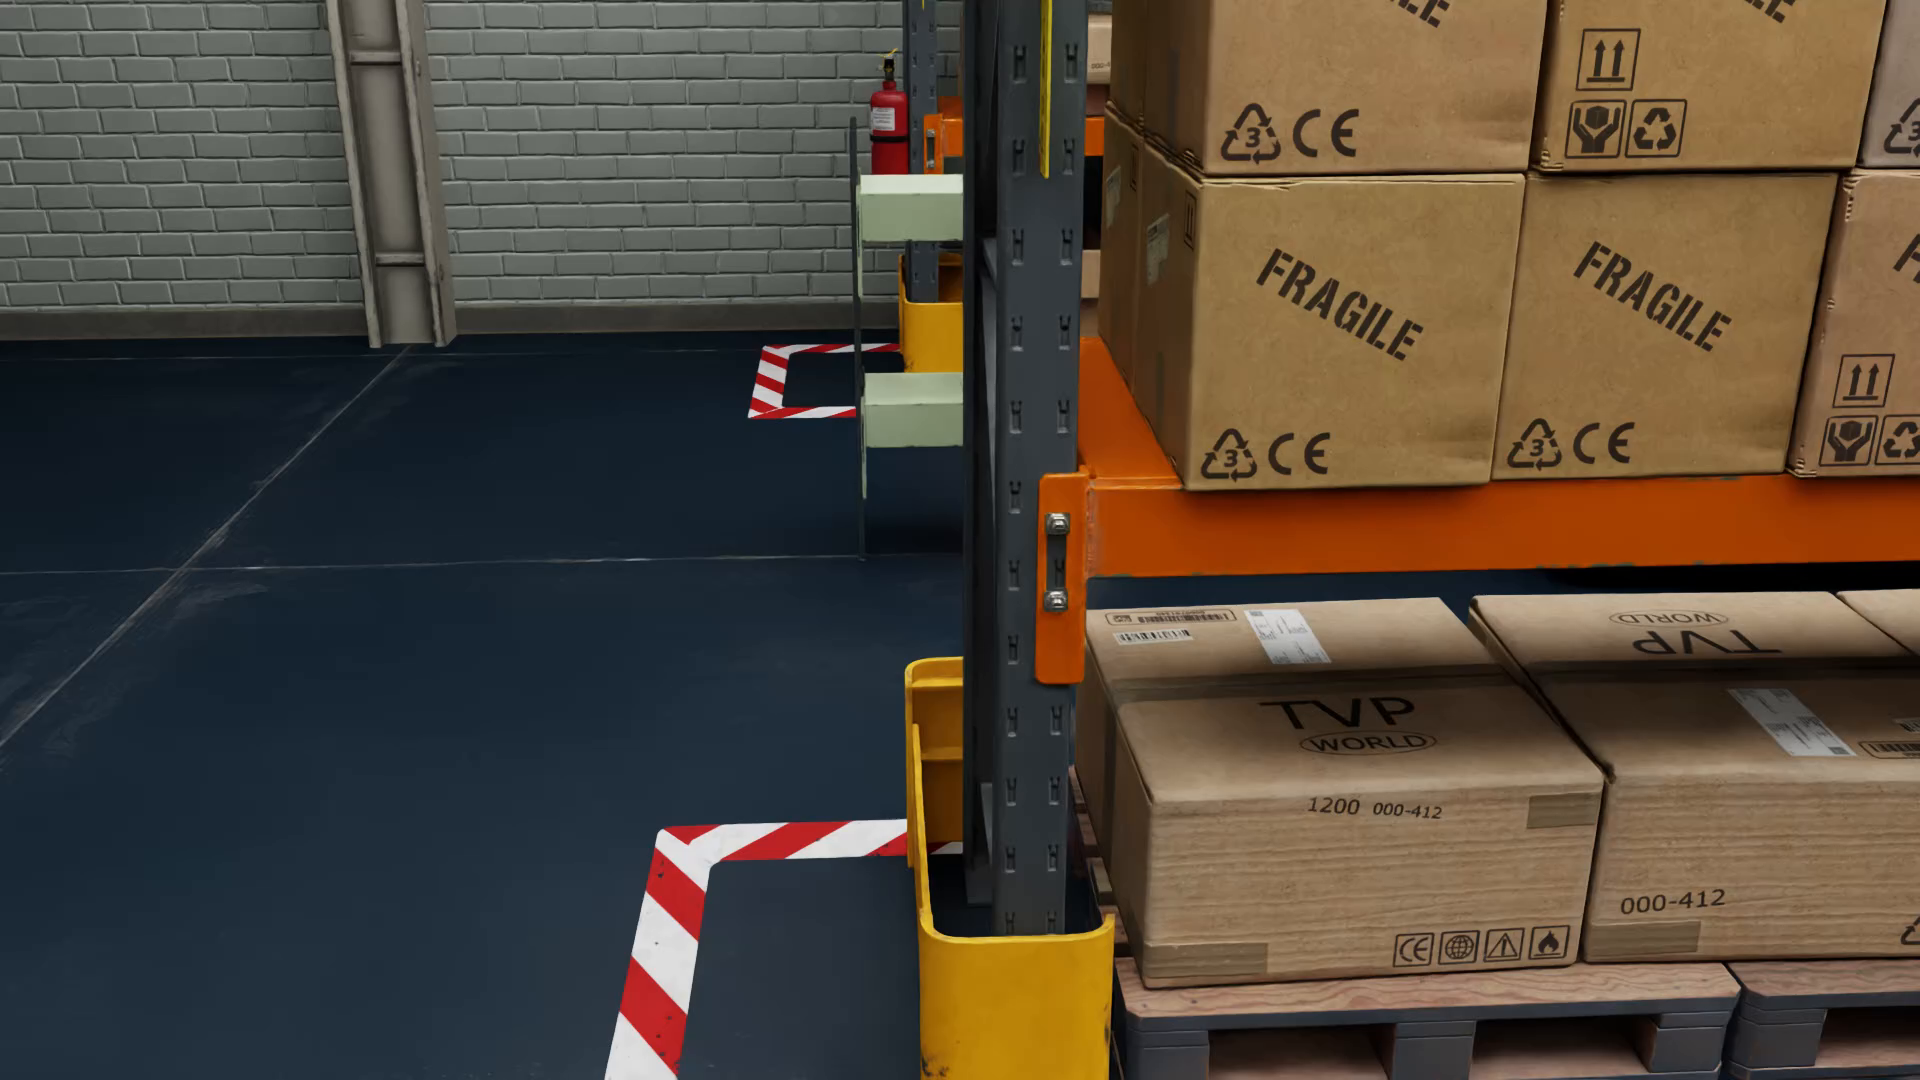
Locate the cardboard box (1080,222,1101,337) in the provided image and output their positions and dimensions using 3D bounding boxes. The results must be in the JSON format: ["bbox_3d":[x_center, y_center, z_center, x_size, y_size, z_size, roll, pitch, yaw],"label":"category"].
[{"bbox_3d":[0.426,-1.219,8.025,0.637,0.503,0.797,-2,21,-5],"label":"cardboard box"}]

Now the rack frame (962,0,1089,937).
[{"bbox_3d":[0.097,-0.448,3.081,0.127,3.000,1.000,-1,21,-3],"label":"rack frame"}]

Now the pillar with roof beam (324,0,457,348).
[{"bbox_3d":[-2.687,-3.751,3.325,0.400,9.000,9.100,-1,21,-3],"label":"pillar with roof beam"}]

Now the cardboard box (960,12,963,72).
[{"bbox_3d":[0.254,-2.383,7.958,0.500,0.250,0.500,-1,21,-1],"label":"cardboard box"}]

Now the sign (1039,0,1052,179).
[{"bbox_3d":[0.123,-0.692,2.394,0.005,0.325,0.100,-1,21,-3],"label":"sign"}]

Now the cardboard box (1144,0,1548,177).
[{"bbox_3d":[0.593,-0.870,2.645,0.500,0.500,0.500,-2,21,-4],"label":"cardboard box"}]

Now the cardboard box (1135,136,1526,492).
[{"bbox_3d":[0.593,-0.402,2.821,0.500,0.500,0.500,-1,21,-3],"label":"cardboard box"}]

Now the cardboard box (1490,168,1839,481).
[{"bbox_3d":[1.096,-0.422,2.874,0.500,0.500,0.500,-1,21,-4],"label":"cardboard box"}]

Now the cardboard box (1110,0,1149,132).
[{"bbox_3d":[0.565,-1.056,3.133,0.500,0.500,0.500,0,21,-1],"label":"cardboard box"}]

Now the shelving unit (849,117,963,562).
[{"bbox_3d":[0.007,-0.701,5.854,0.755,1.500,0.431,-1,21,-3],"label":"shelving unit"}]

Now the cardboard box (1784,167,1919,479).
[{"bbox_3d":[1.605,-0.426,2.884,0.500,0.500,0.500,-1,21,-3],"label":"cardboard box"}]

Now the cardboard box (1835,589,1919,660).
[{"bbox_3d":[2.564,0.465,3.694,0.875,0.438,0.875,-2,21,-5],"label":"cardboard box"}]

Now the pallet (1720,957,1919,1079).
[{"bbox_3d":[2.106,0.788,3.755,1.213,0.211,1.003,-1,21,-3],"label":"pallet"}]

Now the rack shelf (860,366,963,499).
[{"bbox_3d":[0.007,-0.396,5.970,0.720,0.370,0.431,-1,21,-3],"label":"rack shelf"}]

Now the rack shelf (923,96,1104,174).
[{"bbox_3d":[1.807,-1.915,7.947,4.000,0.370,1.077,-1,21,-3],"label":"rack shelf"}]

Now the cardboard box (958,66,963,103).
[{"bbox_3d":[0.126,-2.195,8.025,0.250,0.149,0.380,-1,21,-4],"label":"cardboard box"}]

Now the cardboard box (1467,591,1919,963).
[{"bbox_3d":[1.664,0.483,3.647,0.875,0.438,0.875,-1,21,-2],"label":"cardboard box"}]

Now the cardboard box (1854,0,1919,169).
[{"bbox_3d":[1.622,-0.896,2.714,0.500,0.500,0.500,-1,21,-3],"label":"cardboard box"}]

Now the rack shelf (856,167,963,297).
[{"bbox_3d":[0.007,-1.066,5.716,0.720,0.370,0.431,-1,21,-3],"label":"rack shelf"}]

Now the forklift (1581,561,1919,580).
[{"bbox_3d":[3.534,-1.404,5.688,3.031,2.935,1.130,-1,21,-1],"label":"forklift"}]

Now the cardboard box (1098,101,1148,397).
[{"bbox_3d":[0.564,-0.598,3.336,0.500,0.500,0.500,-1,21,-3],"label":"cardboard box"}]

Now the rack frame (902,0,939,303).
[{"bbox_3d":[-0.190,-2.211,7.712,0.127,3.000,1.000,-1,21,-3],"label":"rack frame"}]

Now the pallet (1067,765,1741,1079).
[{"bbox_3d":[0.891,0.812,3.693,1.213,0.211,1.003,-1,21,-3],"label":"pallet"}]

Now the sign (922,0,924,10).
[{"bbox_3d":[-0.159,-2.423,7.052,0.005,0.325,0.100,-1,21,-3],"label":"sign"}]

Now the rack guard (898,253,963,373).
[{"bbox_3d":[-0.114,-1.044,8.161,0.348,0.500,1.175,-1,21,-3],"label":"rack guard"}]

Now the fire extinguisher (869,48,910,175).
[{"bbox_3d":[-0.310,-1.833,7.353,0.183,0.674,0.296,-1,21,-3],"label":"fire extinguisher"}]

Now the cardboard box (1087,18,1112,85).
[{"bbox_3d":[0.782,-2.203,7.486,0.500,0.250,0.500,-1,21,-2],"label":"cardboard box"}]

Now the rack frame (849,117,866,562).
[{"bbox_3d":[-0.359,-0.694,5.835,0.023,1.500,0.400,-1,21,-3],"label":"rack frame"}]

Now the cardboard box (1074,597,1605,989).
[{"bbox_3d":[0.751,0.505,3.590,0.875,0.438,0.875,-2,21,-5],"label":"cardboard box"}]

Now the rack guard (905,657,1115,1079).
[{"bbox_3d":[0.073,0.721,3.524,0.348,0.500,1.175,-1,21,-3],"label":"rack guard"}]

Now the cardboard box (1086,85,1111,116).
[{"bbox_3d":[0.666,-2.042,7.621,0.250,0.149,0.380,-1,21,-4],"label":"cardboard box"}]

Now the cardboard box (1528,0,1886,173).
[{"bbox_3d":[1.108,-0.883,2.679,0.500,0.500,0.500,-2,21,-5],"label":"cardboard box"}]

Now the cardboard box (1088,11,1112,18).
[{"bbox_3d":[0.769,-2.393,7.984,0.500,0.250,0.500,-1,21,-3],"label":"cardboard box"}]

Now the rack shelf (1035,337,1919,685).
[{"bbox_3d":[2.094,-0.152,3.315,4.000,0.370,1.077,-1,21,-3],"label":"rack shelf"}]
